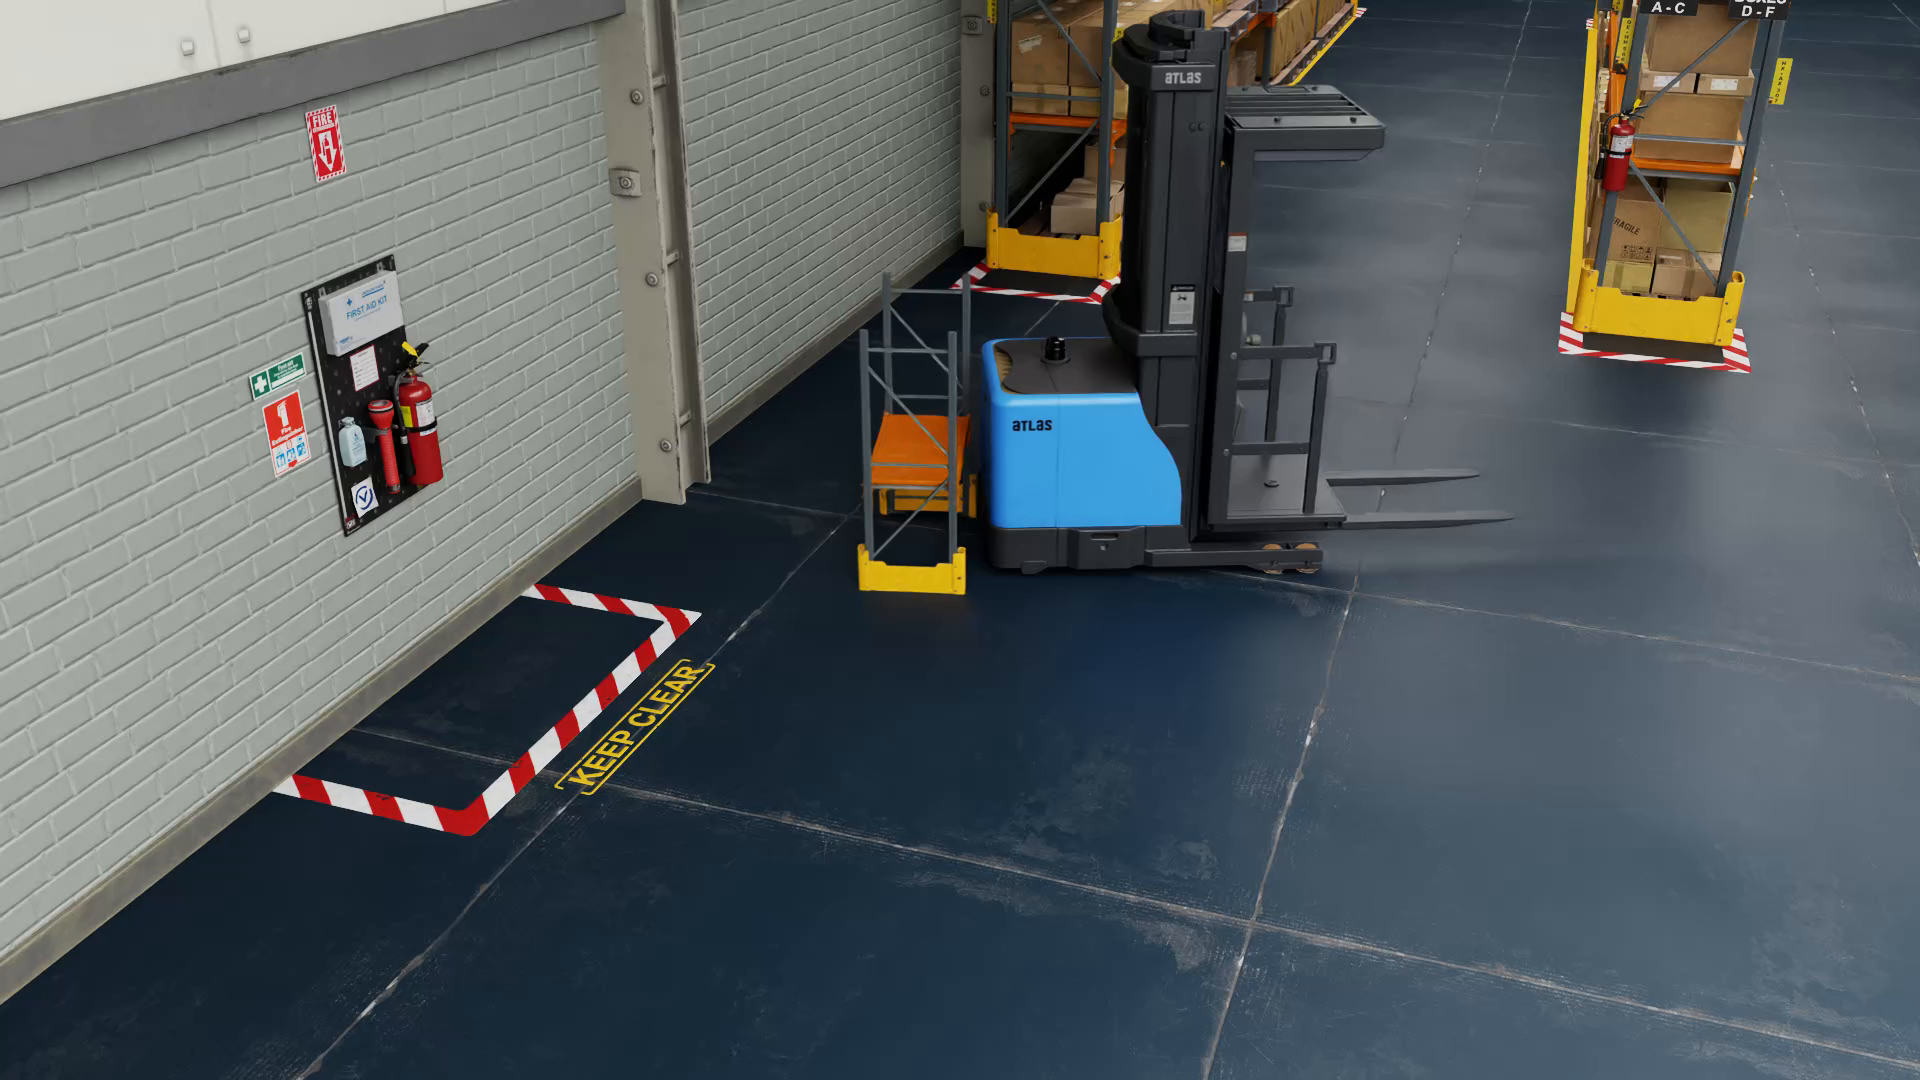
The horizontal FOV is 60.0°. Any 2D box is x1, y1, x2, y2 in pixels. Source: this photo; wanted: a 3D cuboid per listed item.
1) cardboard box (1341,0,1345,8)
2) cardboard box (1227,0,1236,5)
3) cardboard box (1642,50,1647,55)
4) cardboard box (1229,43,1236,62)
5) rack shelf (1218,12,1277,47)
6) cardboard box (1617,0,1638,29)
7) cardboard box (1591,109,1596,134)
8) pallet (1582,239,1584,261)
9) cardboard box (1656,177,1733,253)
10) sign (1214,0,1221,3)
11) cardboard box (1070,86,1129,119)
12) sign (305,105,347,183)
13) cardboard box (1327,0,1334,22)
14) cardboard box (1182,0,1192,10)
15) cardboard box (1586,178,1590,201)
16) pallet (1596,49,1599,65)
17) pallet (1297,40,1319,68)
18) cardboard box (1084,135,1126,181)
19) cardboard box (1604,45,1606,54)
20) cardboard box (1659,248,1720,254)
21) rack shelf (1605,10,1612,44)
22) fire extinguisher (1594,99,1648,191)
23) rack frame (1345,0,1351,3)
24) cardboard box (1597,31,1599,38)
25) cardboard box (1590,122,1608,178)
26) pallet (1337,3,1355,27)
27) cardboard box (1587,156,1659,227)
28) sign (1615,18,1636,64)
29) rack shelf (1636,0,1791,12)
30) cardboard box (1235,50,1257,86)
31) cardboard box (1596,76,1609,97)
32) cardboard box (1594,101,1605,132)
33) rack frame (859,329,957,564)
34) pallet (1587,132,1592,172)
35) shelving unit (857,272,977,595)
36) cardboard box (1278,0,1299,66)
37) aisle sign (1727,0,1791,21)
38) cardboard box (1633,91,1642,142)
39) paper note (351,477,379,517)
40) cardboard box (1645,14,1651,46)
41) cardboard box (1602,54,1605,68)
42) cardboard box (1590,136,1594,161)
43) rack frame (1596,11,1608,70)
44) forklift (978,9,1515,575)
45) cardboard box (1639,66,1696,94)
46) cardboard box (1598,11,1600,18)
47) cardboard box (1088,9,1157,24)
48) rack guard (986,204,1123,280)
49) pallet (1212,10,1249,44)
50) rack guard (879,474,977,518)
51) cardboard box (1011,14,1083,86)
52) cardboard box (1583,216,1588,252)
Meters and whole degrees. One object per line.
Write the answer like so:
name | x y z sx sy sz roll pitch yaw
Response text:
cardboard box | 5.981 -9.059 27.405 0.700 0.500 0.500 9 27 17
cardboard box | 2.710 -6.317 18.735 0.700 0.500 0.500 13 29 24
cardboard box | 5.672 -3.843 13.386 0.380 0.149 0.250 9 27 18
cardboard box | 3.018 -5.892 19.979 0.500 0.250 0.500 9 27 18
rack shelf | 2.792 -5.864 19.245 1.077 0.370 4.000 9 27 17
cardboard box | 7.650 -5.913 18.624 0.500 0.311 0.500 8 27 17
cardboard box | 7.345 -4.651 18.586 0.500 0.250 0.500 8 27 16
pallet | 6.090 -2.570 14.816 1.003 0.211 1.213 9 27 17
cardboard box | 6.021 -2.688 13.673 0.500 0.500 0.500 9 27 17
sign | 2.640 -5.680 17.046 0.100 0.325 0.005 9 27 17
cardboard box | 1.257 -3.818 14.343 0.500 0.250 0.500 8 27 16
sign | -2.739 -1.714 7.188 0.001 0.298 0.199 9 27 17
cardboard box | 5.477 -8.427 26.098 0.700 0.500 0.500 9 27 19
cardboard box | 1.922 -4.995 15.912 0.500 0.500 0.500 8 27 16
cardboard box | 6.187 -3.249 15.692 0.500 0.250 0.500 9 27 17
pallet | 9.690 -6.964 23.891 1.003 0.211 1.213 9 27 17
pallet | 4.603 -7.071 24.111 1.003 0.211 1.213 9 27 17
cardboard box | 1.591 -3.595 16.096 0.700 0.500 0.500 7 27 14
cardboard box | 8.235 -6.146 20.504 0.500 0.250 0.500 10 28 19
cardboard box | 6.019 -2.351 13.837 0.500 0.250 0.500 9 27 17
rack shelf | 8.795 -6.791 21.159 1.077 0.370 4.000 9 27 17
fire extinguisher | 4.990 -2.989 12.571 0.296 0.674 0.183 9 27 17
rack frame | 6.119 -10.297 27.576 1.000 3.000 0.127 9 27 17
cardboard box | 9.451 -7.290 24.130 0.380 0.149 0.250 9 27 17
cardboard box | 6.190 -3.586 15.528 0.500 0.500 0.500 9 27 17
pallet | 5.927 -8.702 27.481 1.003 0.211 1.213 9 27 17
cardboard box | 5.685 -2.971 14.257 0.500 0.500 0.500 9 27 17
sign | 4.961 -3.718 12.386 0.100 0.325 0.005 9 27 17
rack shelf | 6.133 -4.854 13.716 1.077 0.370 4.000 9 27 17
cardboard box | 3.267 -5.779 20.608 0.700 0.500 0.500 9 27 18
cardboard box | 7.512 -5.107 18.886 0.500 0.311 0.500 8 27 16
cardboard box | 6.999 -4.480 17.592 0.500 0.311 0.500 9 27 17
rack frame | -0.267 -0.394 8.843 0.500 1.500 0.032 2 26 4
pallet | 7.412 -4.206 18.194 1.003 0.211 1.213 9 27 17
shelving unit | -0.229 -0.619 9.307 0.587 1.500 1.083 2 26 4
cardboard box | 4.123 -6.873 22.489 0.750 0.750 0.750 9 27 17
aisle sign | 5.735 -4.104 11.801 0.394 0.787 0.004 9 27 17
cardboard box | 5.805 -3.457 13.333 0.700 0.500 0.500 9 27 19
paper note | -2.767 -0.200 7.733 0.016 0.148 0.142 9 27 17
cardboard box | 5.990 -4.270 13.524 0.700 0.500 0.500 9 27 18
cardboard box | 8.220 -5.784 20.618 0.500 0.500 0.500 10 28 19
cardboard box | 6.833 -4.021 17.285 0.500 0.250 0.500 8 27 17
rack frame | 9.461 -7.937 22.700 1.000 3.000 0.127 9 27 17
forklift | 1.645 -1.356 9.188 3.031 2.935 1.130 -1 26 -3
cardboard box | 5.415 -3.527 12.733 0.380 0.149 0.250 8 27 17
cardboard box | 10.177 -8.153 25.798 0.500 0.250 0.500 9 27 17
cardboard box | 1.411 -4.356 14.592 0.500 0.500 0.500 9 27 18
rack guard | 0.820 -2.628 14.605 1.175 0.500 0.348 9 27 17
pallet | 2.518 -5.573 18.038 1.003 0.211 1.213 9 27 17
rack guard | -0.192 -0.273 10.026 0.587 0.250 0.087 2 26 4
cardboard box | 0.752 -4.226 14.324 0.500 0.500 0.500 8 27 17
cardboard box | 5.687 -2.633 14.419 0.500 0.250 0.500 9 27 17
